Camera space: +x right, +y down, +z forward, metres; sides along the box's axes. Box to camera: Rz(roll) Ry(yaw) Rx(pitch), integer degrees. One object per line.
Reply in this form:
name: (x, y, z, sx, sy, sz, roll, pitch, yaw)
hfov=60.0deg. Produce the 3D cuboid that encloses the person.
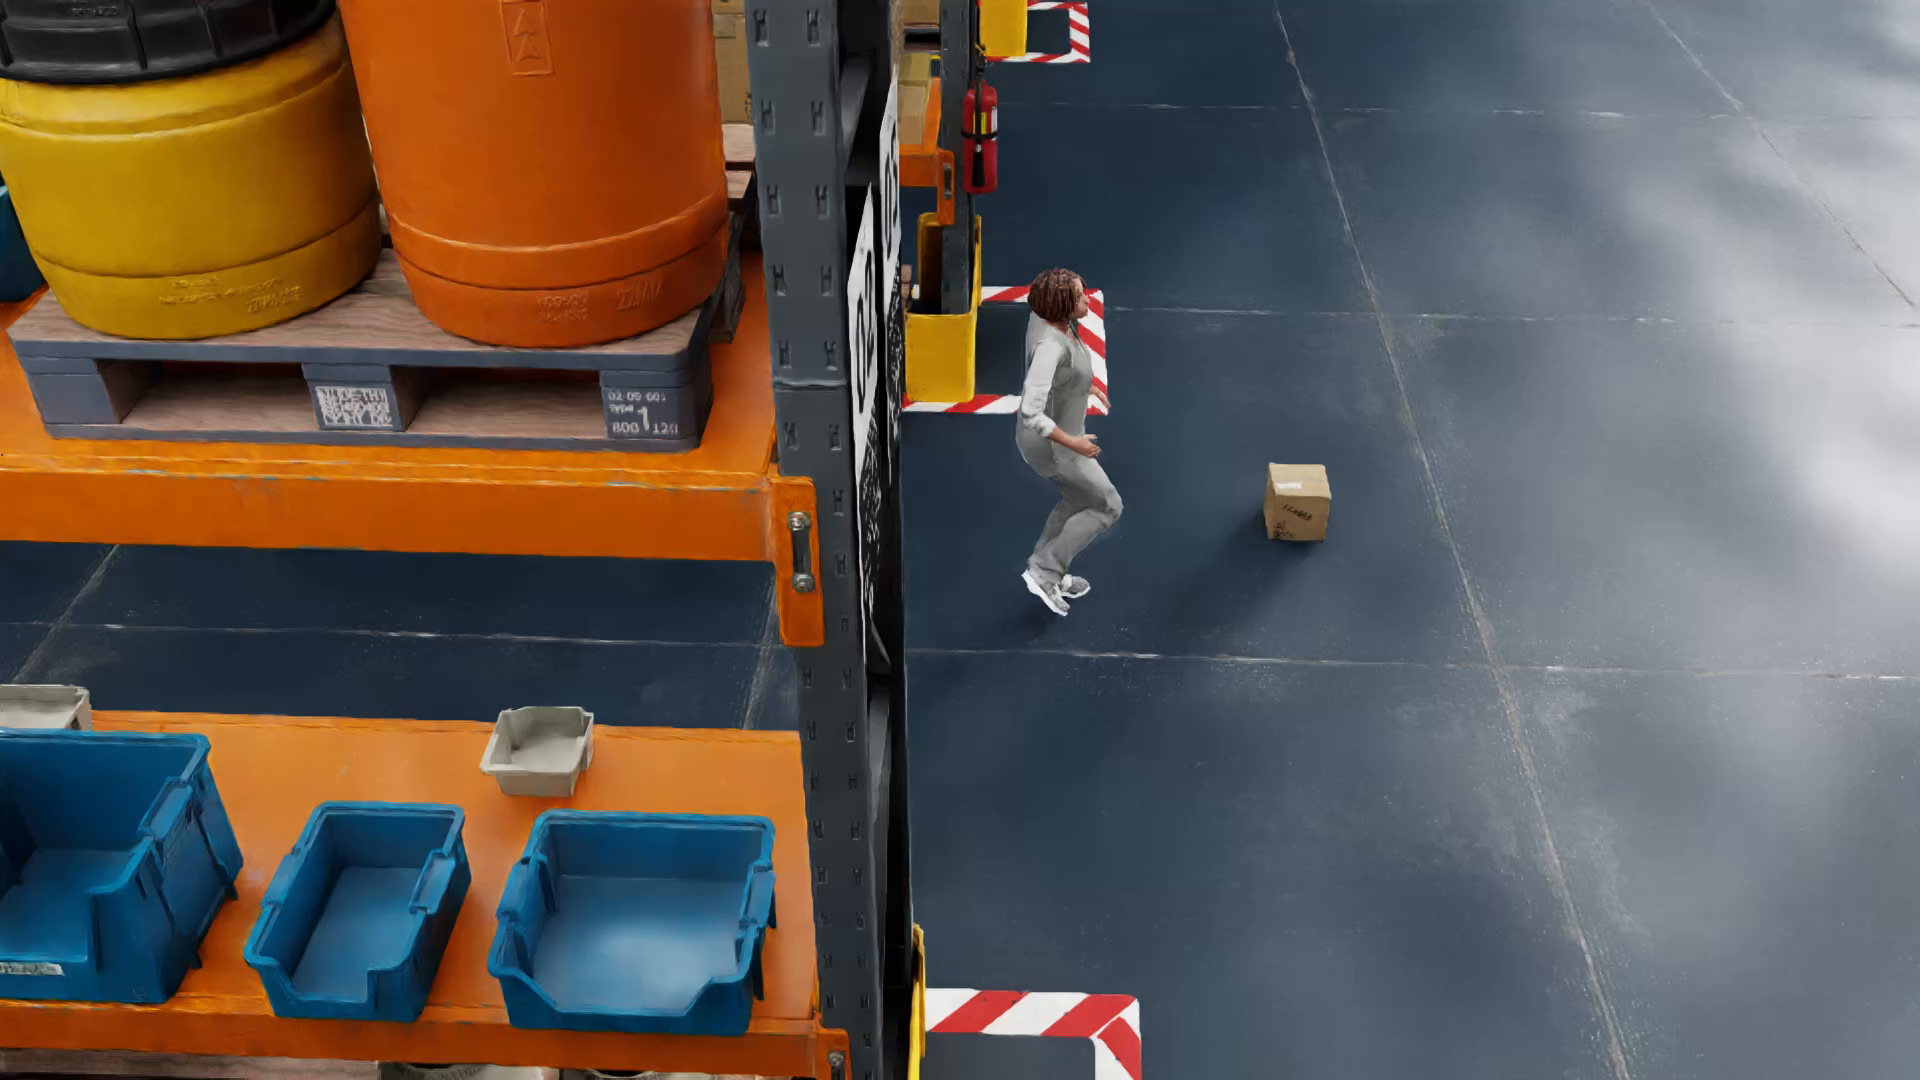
person: (0.427, -0.410, 6.742, 0.457, 1.564, 0.599, -4, 36, -6)
